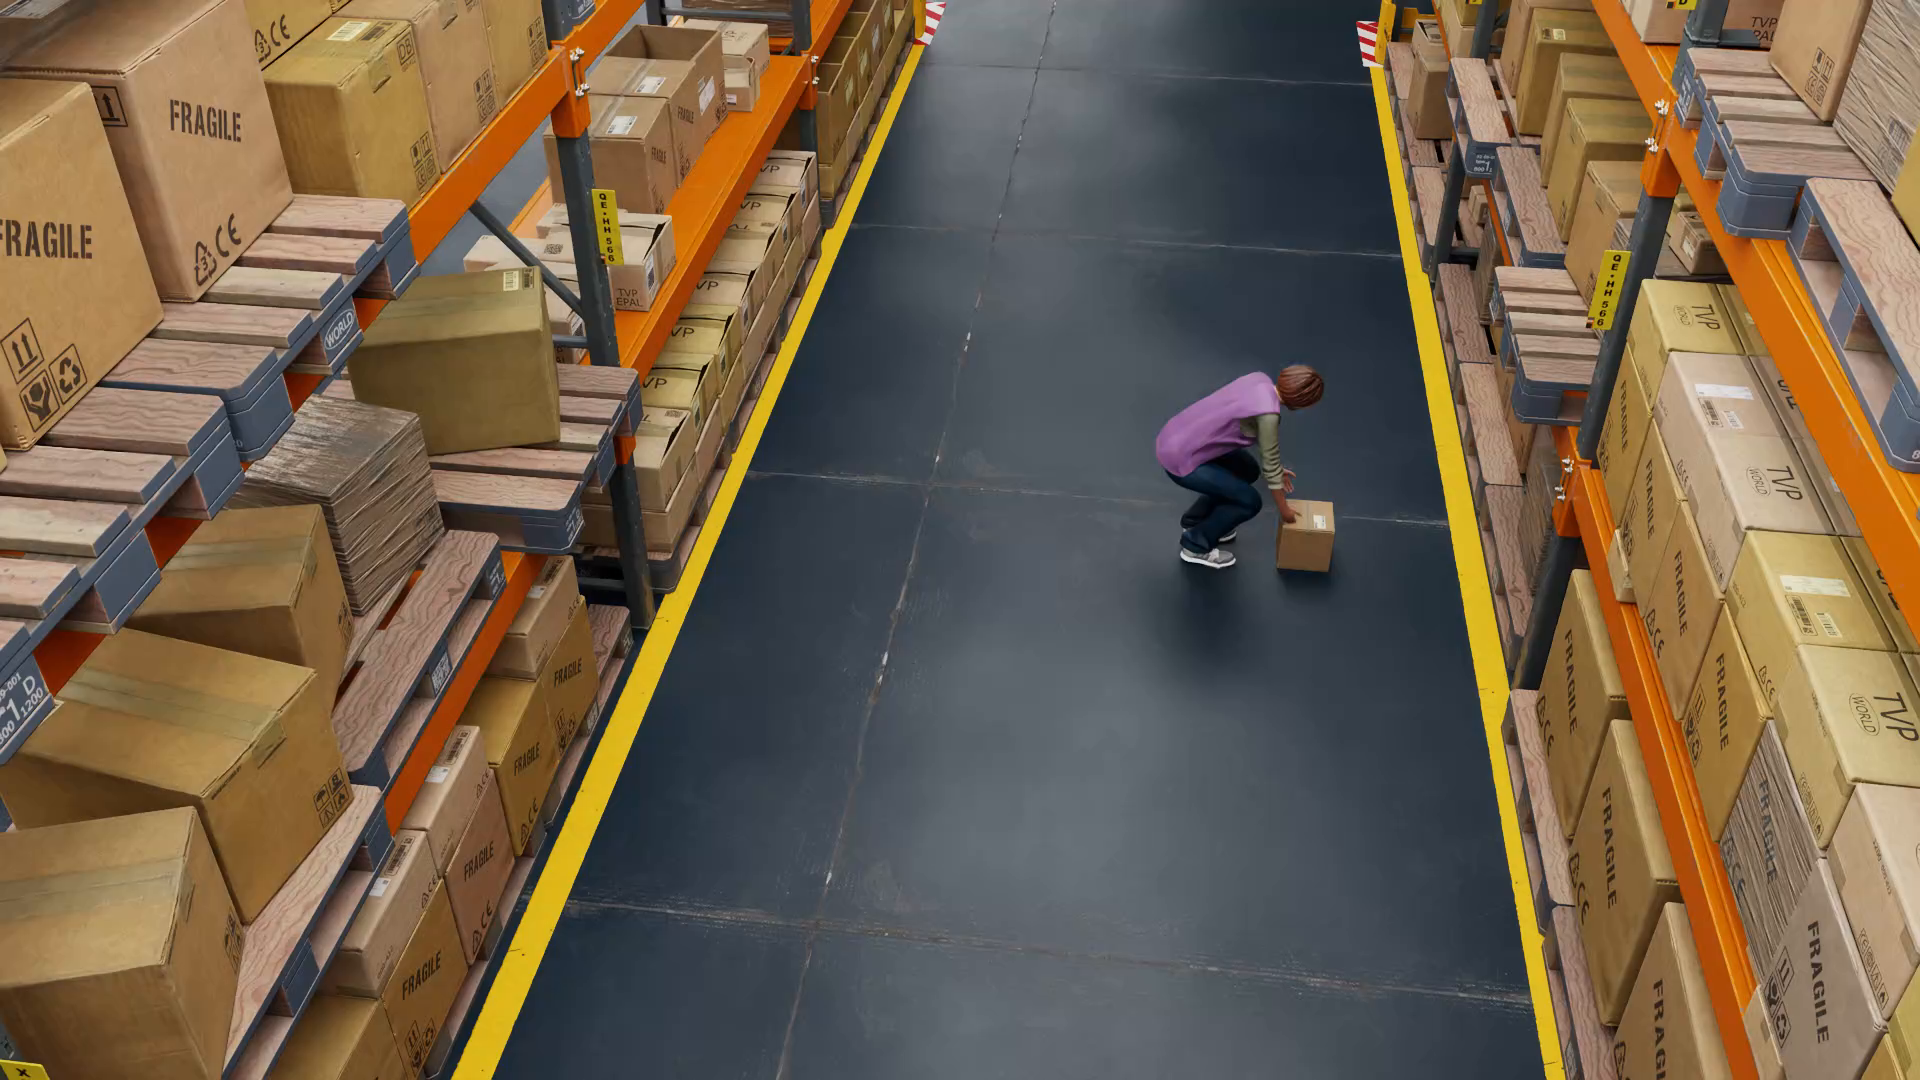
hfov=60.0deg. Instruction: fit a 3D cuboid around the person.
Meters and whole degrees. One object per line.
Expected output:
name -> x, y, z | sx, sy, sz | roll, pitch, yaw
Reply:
person -> 1.319, -0.386, 8.033 | 0.762, 1.041, 0.459 | 4, 37, 6
